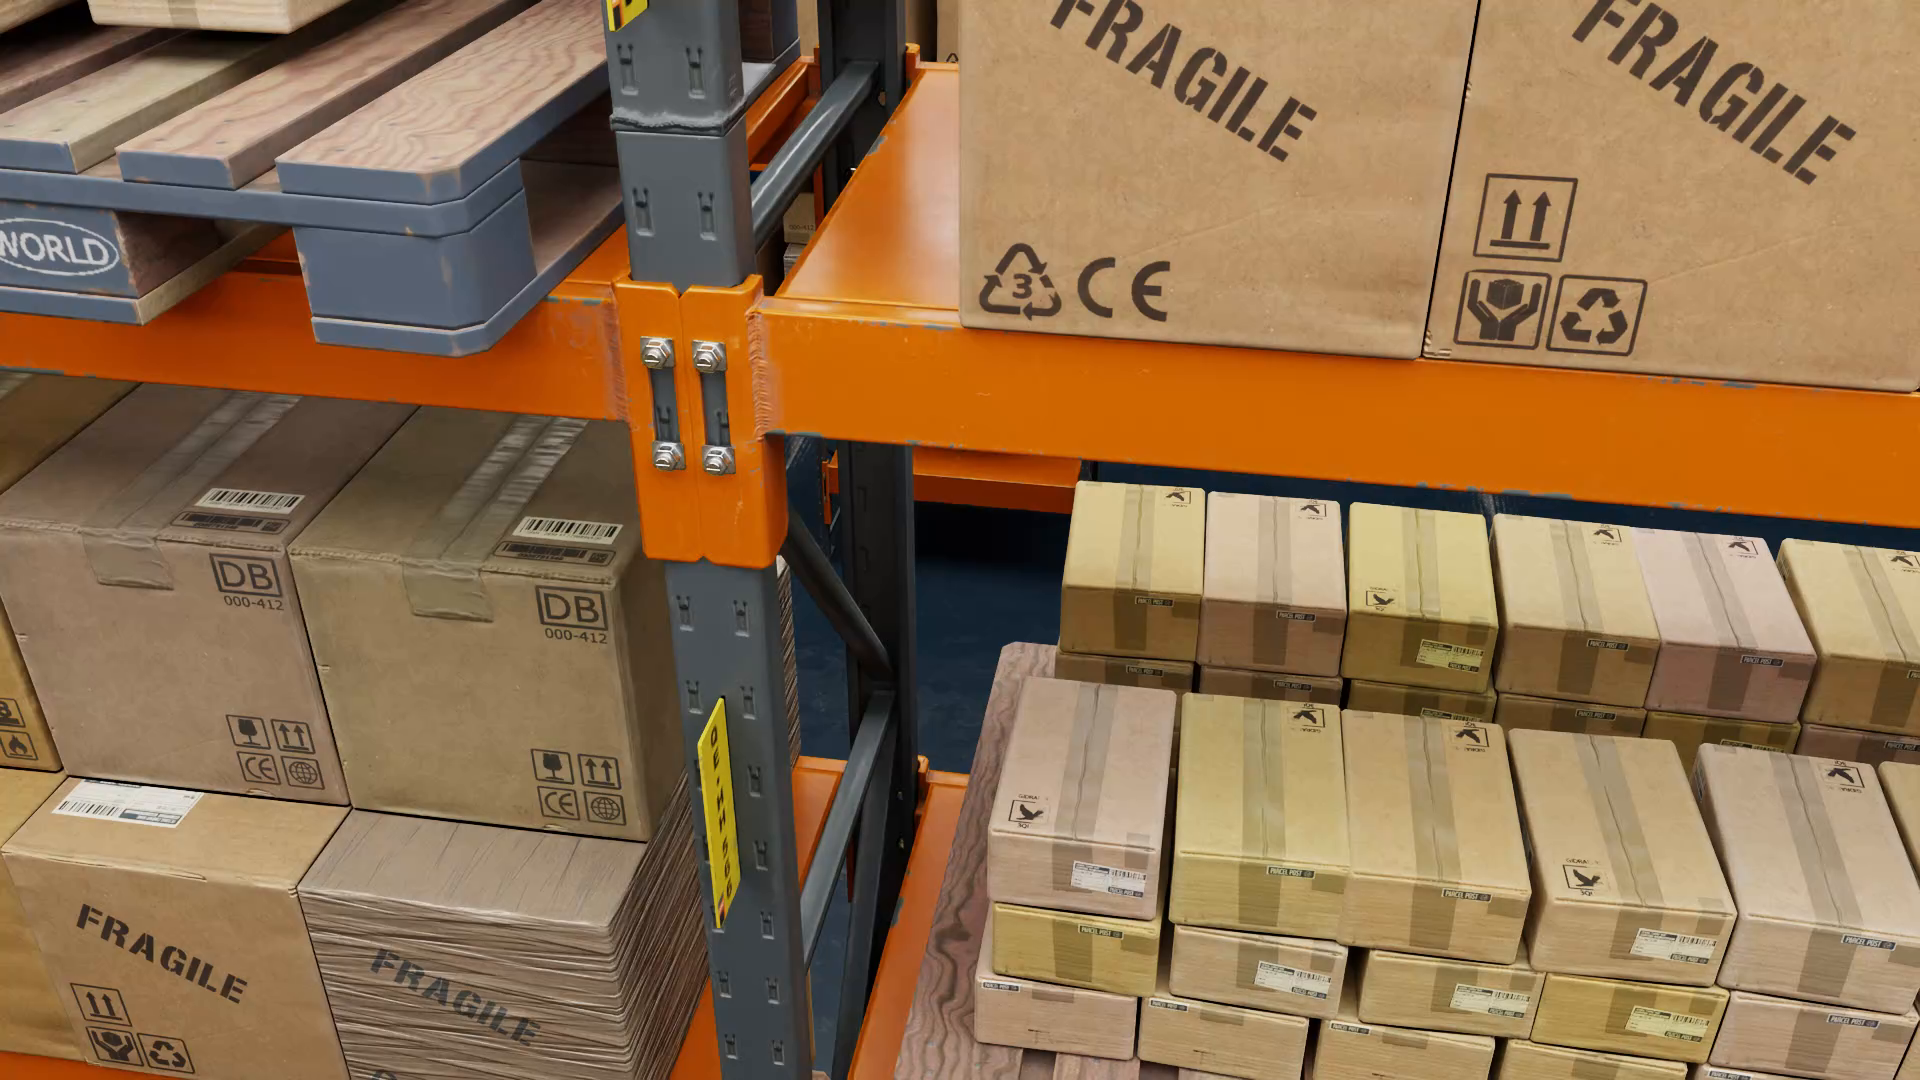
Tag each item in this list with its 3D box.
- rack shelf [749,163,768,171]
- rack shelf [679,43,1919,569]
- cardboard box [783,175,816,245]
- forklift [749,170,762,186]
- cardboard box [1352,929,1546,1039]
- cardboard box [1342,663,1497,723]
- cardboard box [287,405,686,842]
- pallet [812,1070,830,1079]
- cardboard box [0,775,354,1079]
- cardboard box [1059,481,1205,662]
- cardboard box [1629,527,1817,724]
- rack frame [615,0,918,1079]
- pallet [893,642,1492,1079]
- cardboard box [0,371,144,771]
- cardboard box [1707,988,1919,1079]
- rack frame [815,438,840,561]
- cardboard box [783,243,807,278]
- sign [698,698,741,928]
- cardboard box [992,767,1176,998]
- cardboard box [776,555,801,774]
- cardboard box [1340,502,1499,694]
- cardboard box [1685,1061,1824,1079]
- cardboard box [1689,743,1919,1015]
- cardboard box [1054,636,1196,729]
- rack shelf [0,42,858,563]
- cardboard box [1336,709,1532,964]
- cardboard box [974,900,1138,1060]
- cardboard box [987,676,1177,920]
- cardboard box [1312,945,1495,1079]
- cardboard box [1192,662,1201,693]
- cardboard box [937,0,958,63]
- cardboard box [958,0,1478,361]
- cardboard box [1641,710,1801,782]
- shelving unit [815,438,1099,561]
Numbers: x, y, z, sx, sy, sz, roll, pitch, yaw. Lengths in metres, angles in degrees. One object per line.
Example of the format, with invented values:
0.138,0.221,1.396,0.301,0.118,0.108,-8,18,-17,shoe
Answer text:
-1.270,-1.887,7.616,4.000,0.370,1.077,5,32,8,rack shelf
1.739,-0.217,2.120,4.000,0.370,1.077,5,32,8,rack shelf
-0.488,-1.545,7.625,0.500,0.250,0.500,9,33,14,cardboard box
-0.230,-2.905,8.628,3.031,2.935,1.130,5,32,9,forklift
0.742,0.567,2.577,0.250,0.149,0.380,4,32,7,cardboard box
0.854,0.225,3.124,0.250,0.149,0.380,6,33,9,cardboard box
-0.673,0.060,2.791,0.500,0.500,0.700,5,32,8,cardboard box
-0.997,1.644,3.925,1.213,0.211,1.003,5,32,8,pallet
-1.213,0.584,2.896,0.500,0.500,0.500,5,32,8,cardboard box
0.328,0.052,3.121,0.250,0.149,0.380,4,32,6,cardboard box
1.334,0.145,2.971,0.250,0.149,0.380,5,32,8,cardboard box
-0.232,0.571,3.010,0.127,3.000,1.000,5,32,8,rack frame
0.488,0.661,3.048,1.003,0.211,1.213,5,32,8,pallet
-1.678,-0.029,2.933,0.500,0.500,0.700,5,32,7,cardboard box
1.236,0.612,2.505,0.250,0.149,0.380,5,32,8,cardboard box
-0.494,-0.522,6.523,0.032,1.125,0.500,5,32,8,rack frame
-0.511,-1.233,7.834,0.500,0.500,0.700,3,32,4,cardboard box
-0.323,0.371,2.239,0.005,0.325,0.100,5,32,8,sign
0.210,0.522,2.650,0.250,0.149,0.380,7,33,10,cardboard box
-0.630,0.348,3.273,0.500,0.500,0.500,6,32,9,cardboard box
0.833,0.099,3.046,0.250,0.149,0.380,6,33,10,cardboard box
1.234,0.739,2.583,0.250,0.149,0.380,6,33,10,cardboard box
1.225,0.484,2.430,0.250,0.149,0.380,7,33,10,cardboard box
0.331,0.180,3.196,0.250,0.149,0.380,6,33,9,cardboard box
-2.204,-0.574,2.690,4.000,0.370,1.077,5,32,8,rack shelf
0.697,0.437,2.505,0.250,0.149,0.380,5,32,8,cardboard box
0.175,0.645,2.733,0.250,0.149,0.380,5,32,8,cardboard box
0.195,0.391,2.579,0.250,0.149,0.380,5,32,8,cardboard box
0.705,0.693,2.656,0.250,0.149,0.380,7,33,11,cardboard box
0.576,0.327,3.242,0.250,0.149,0.380,5,32,8,cardboard box
0.163,-2.261,7.046,0.500,0.500,0.500,1,32,2,cardboard box
0.286,-0.552,1.884,0.500,0.500,0.500,5,32,8,cardboard box
1.346,0.271,3.051,0.250,0.149,0.380,5,32,8,cardboard box
0.007,-0.476,6.451,1.048,1.125,0.538,5,32,8,shelving unit
